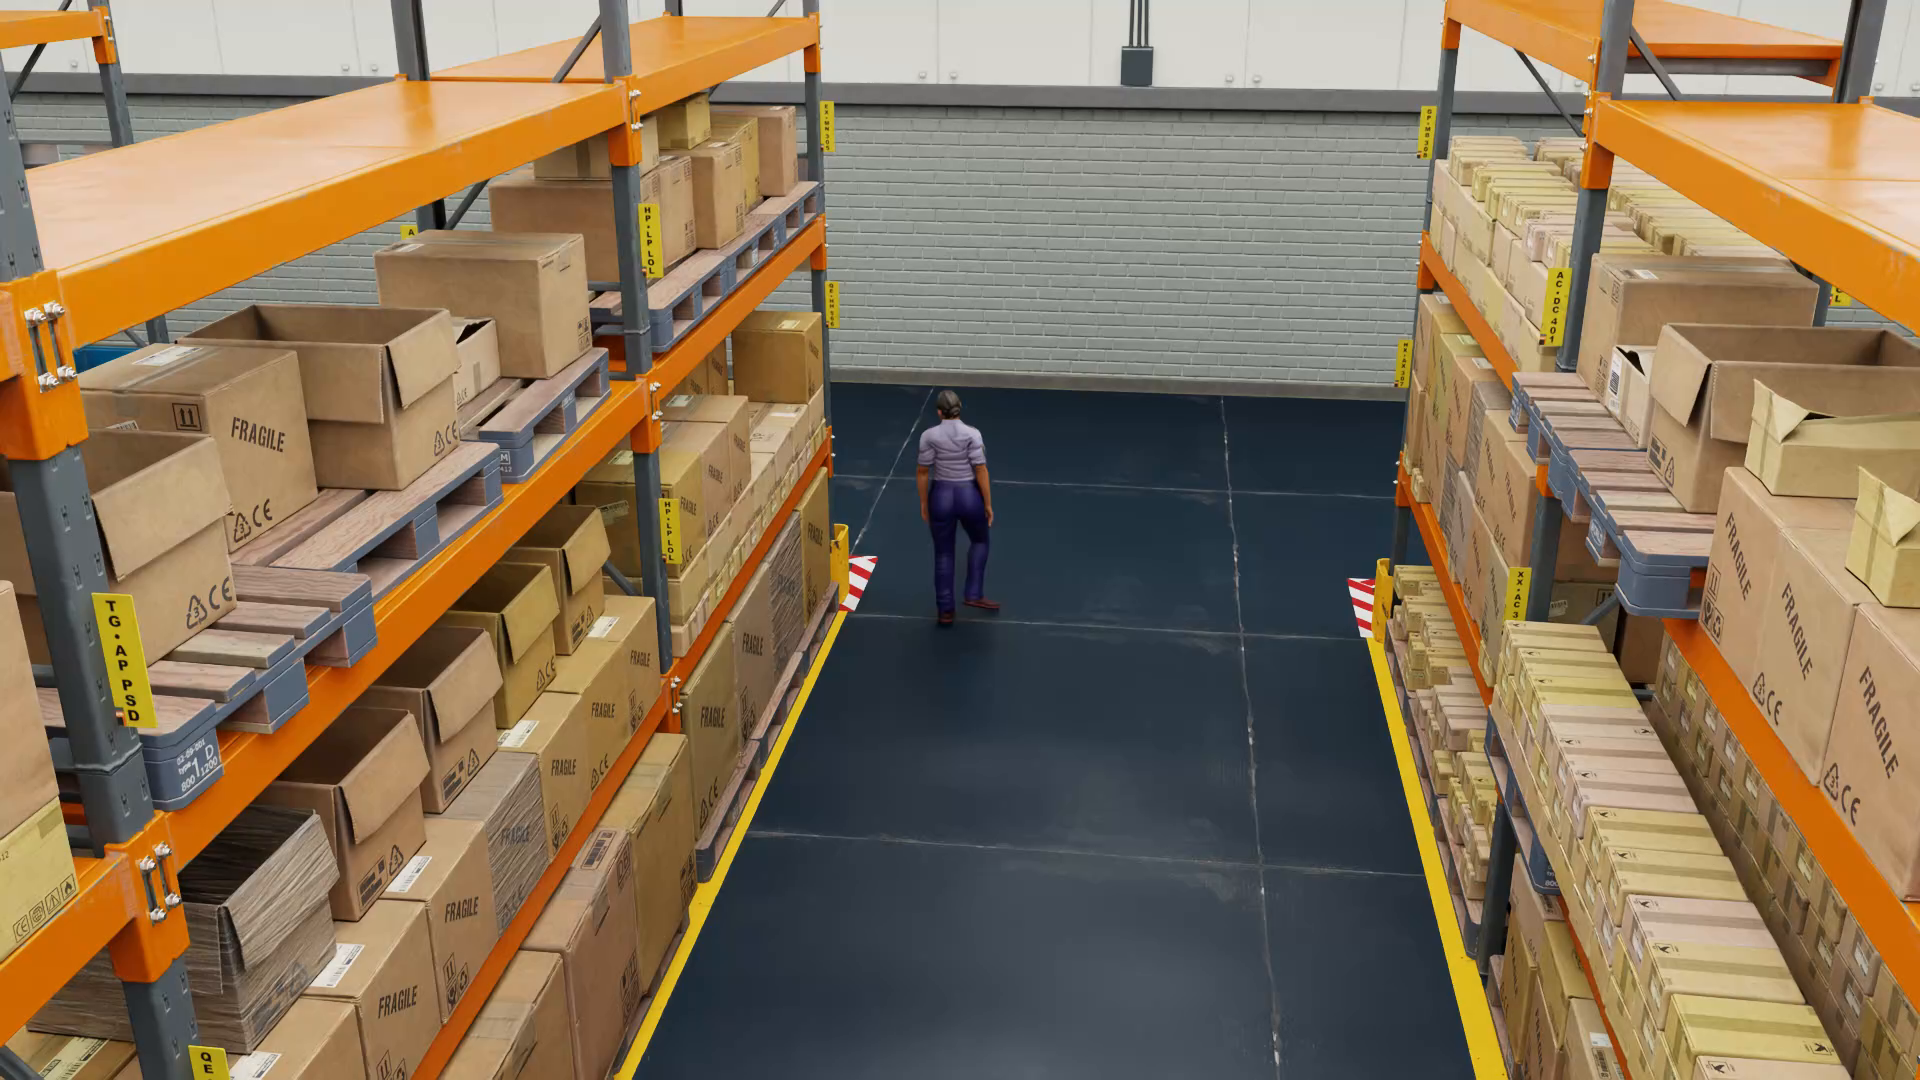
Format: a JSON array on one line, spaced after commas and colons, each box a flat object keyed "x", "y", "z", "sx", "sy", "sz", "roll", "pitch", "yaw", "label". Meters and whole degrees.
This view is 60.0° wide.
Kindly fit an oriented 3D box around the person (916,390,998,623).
[{"x": -0.021, "y": -0.213, "z": 11.688, "sx": 0.579, "sy": 1.637, "sz": 0.503, "roll": 2, "pitch": 21, "yaw": 5, "label": "person"}]
